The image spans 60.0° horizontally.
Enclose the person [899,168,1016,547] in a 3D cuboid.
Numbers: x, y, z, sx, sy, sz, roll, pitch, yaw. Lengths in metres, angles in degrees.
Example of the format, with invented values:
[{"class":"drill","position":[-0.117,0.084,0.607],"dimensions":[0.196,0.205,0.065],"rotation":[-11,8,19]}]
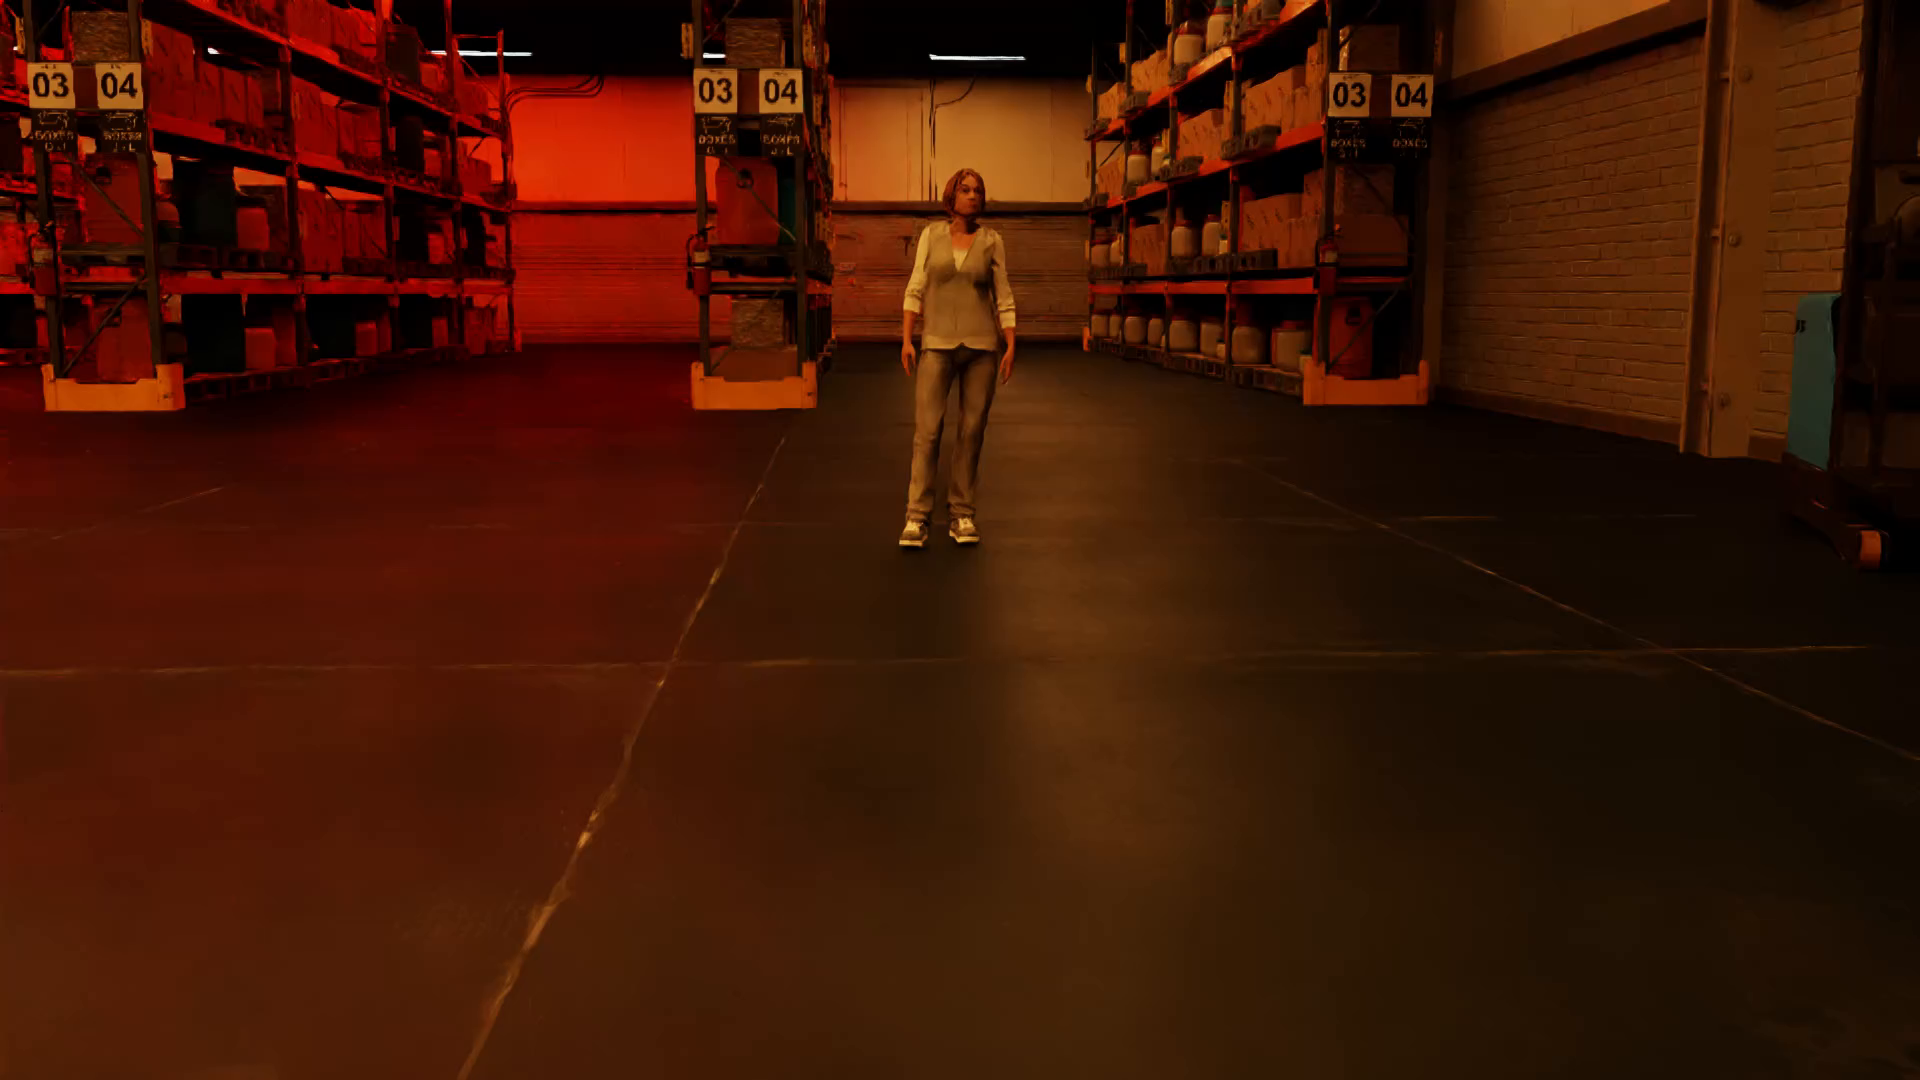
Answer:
[{"class":"person","position":[-0.009,-0.786,7.118],"dimensions":[0.521,1.597,0.474],"rotation":[-1,8,-4]}]

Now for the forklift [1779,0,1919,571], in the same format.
[{"class":"forklift","position":[4.101,-1.350,6.422],"dimensions":[1.130,2.935,3.031],"rotation":[2,9,16]}]
